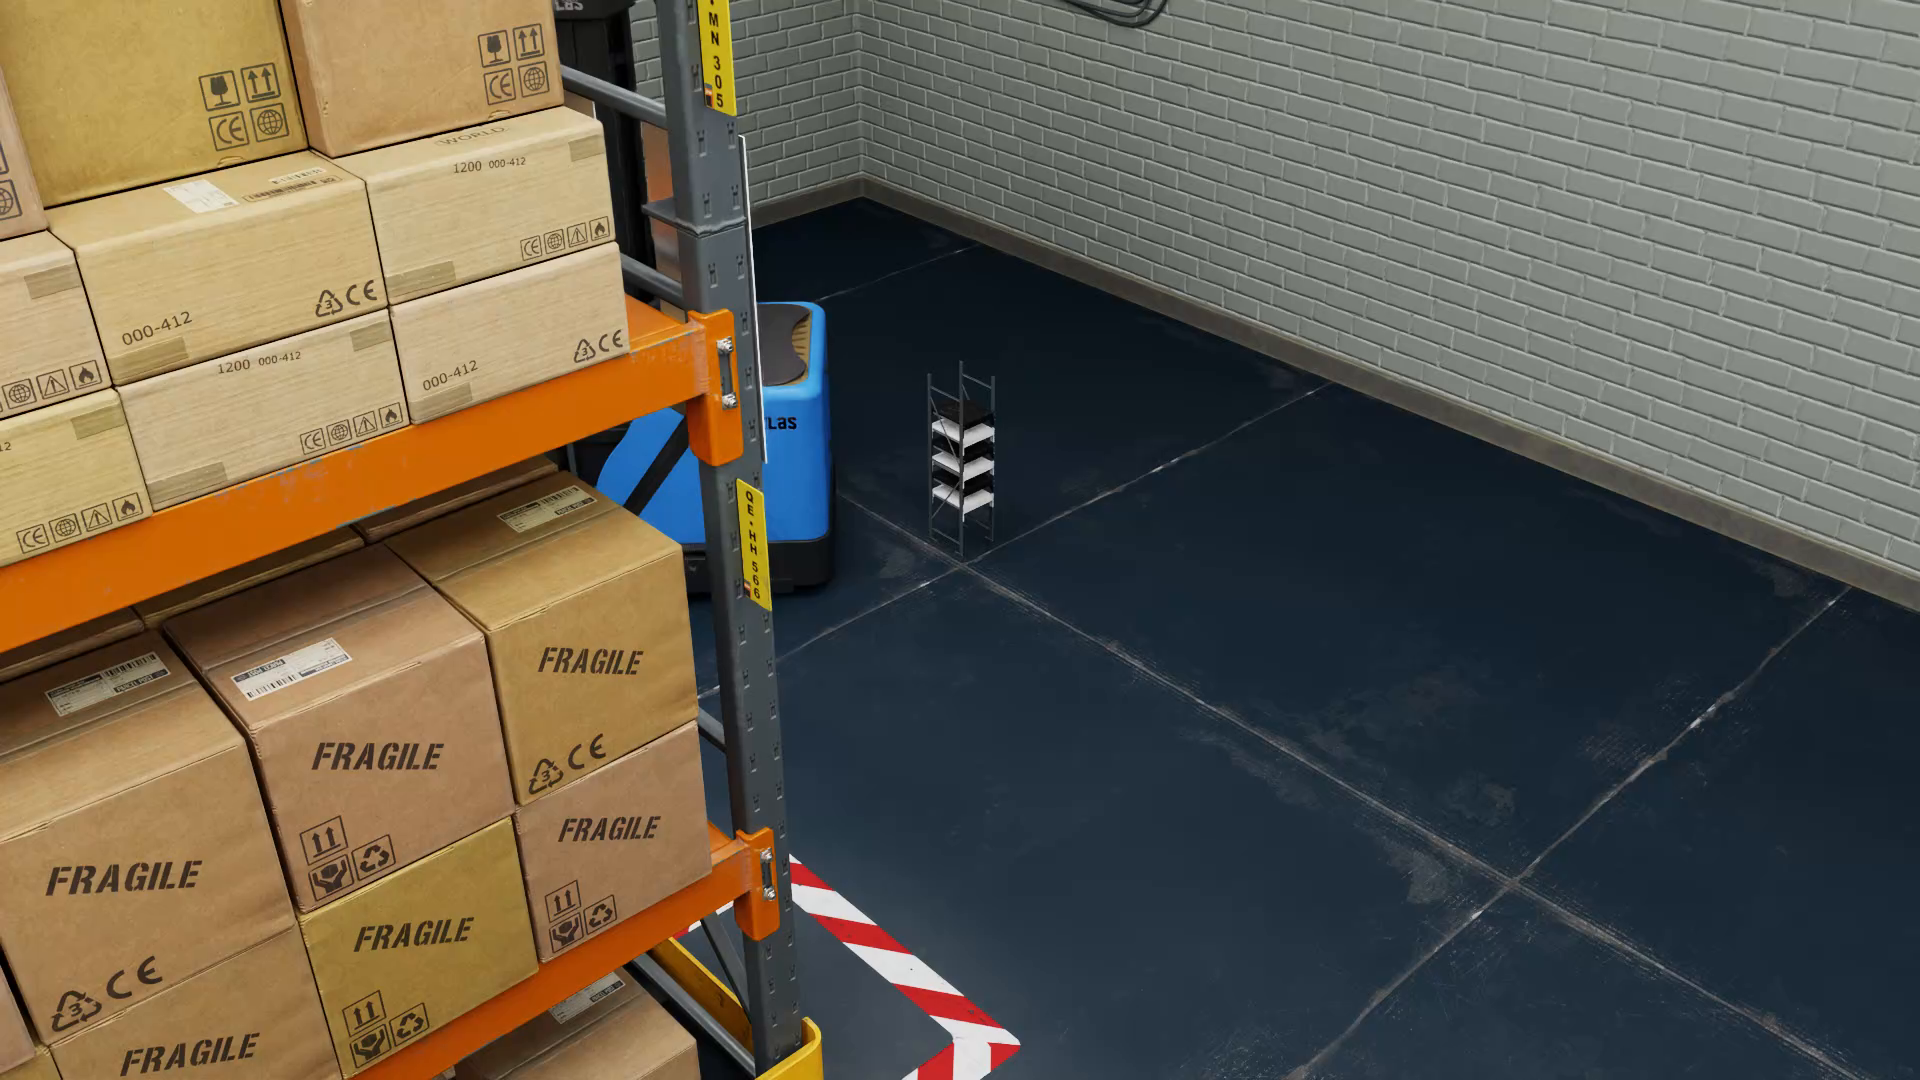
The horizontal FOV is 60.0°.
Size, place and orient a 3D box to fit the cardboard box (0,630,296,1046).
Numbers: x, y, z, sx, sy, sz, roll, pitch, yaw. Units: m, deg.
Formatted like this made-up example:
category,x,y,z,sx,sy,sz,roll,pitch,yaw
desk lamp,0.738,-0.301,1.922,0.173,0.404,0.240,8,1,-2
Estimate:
category,x,y,z,sx,sy,sz,roll,pitch,yaw
cardboard box,-1.736,0.583,3.368,0.500,0.500,0.500,-25,39,-34

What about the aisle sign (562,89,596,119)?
category,x,y,z,sx,sy,sz,roll,pitch,yaw
aisle sign,-1.000,-0.822,4.227,0.004,0.787,0.394,-26,40,-35

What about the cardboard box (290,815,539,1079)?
category,x,y,z,sx,sy,sz,roll,pitch,yaw
cardboard box,-1.371,0.829,3.923,0.500,0.500,0.500,-25,40,-35

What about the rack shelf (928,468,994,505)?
category,x,y,z,sx,sy,sz,roll,pitch,yaw
rack shelf,0.006,-0.282,8.084,0.200,0.077,0.258,-26,40,-35

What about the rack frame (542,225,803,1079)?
category,x,y,z,sx,sy,sz,roll,pitch,yaw
rack frame,-0.850,0.424,4.682,0.127,3.000,1.000,-26,40,-35

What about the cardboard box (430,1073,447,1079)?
category,x,y,z,sx,sy,sz,roll,pitch,yaw
cardboard box,-1.808,1.671,4.857,0.500,0.250,0.500,-26,40,-35

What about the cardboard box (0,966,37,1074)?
category,x,y,z,sx,sy,sz,roll,pitch,yaw
cardboard box,-2.113,0.765,3.070,0.500,0.500,0.500,-24,39,-34

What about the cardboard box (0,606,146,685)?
category,x,y,z,sx,sy,sz,roll,pitch,yaw
cardboard box,-2.103,0.375,3.707,0.500,0.500,0.500,-25,39,-35

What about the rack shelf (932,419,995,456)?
category,x,y,z,sx,sy,sz,roll,pitch,yaw
rack shelf,0.006,-0.512,7.943,0.200,0.077,0.258,-26,40,-35

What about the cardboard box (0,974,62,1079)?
category,x,y,z,sx,sy,sz,roll,pitch,yaw
cardboard box,-2.111,1.183,3.344,0.500,0.500,0.500,-26,40,-36

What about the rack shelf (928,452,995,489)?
category,x,y,z,sx,sy,sz,roll,pitch,yaw
rack shelf,0.006,-0.358,8.037,0.200,0.077,0.258,-26,40,-35

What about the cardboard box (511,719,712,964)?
category,x,y,z,sx,sy,sz,roll,pitch,yaw
cardboard box,-0.993,0.644,4.226,0.500,0.500,0.500,-24,39,-34

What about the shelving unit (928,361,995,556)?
category,x,y,z,sx,sy,sz,roll,pitch,yaw
shelving unit,0.006,-0.387,8.020,0.210,0.900,0.258,-26,40,-35

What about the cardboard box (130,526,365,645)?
category,x,y,z,sx,sy,sz,roll,pitch,yaw
cardboard box,-1.733,0.199,3.995,0.500,0.500,0.500,-25,40,-35

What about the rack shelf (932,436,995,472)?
category,x,y,z,sx,sy,sz,roll,pitch,yaw
rack shelf,0.006,-0.435,7.990,0.200,0.077,0.258,-26,40,-35

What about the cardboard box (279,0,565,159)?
category,x,y,z,sx,sy,sz,roll,pitch,yaw
cardboard box,-1.216,-1.137,3.304,0.500,0.500,0.700,-26,40,-35

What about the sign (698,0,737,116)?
category,x,y,z,sx,sy,sz,roll,pitch,yaw
sign,-0.487,-1.014,3.310,0.005,0.325,0.100,-26,40,-35

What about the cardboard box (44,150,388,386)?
category,x,y,z,sx,sy,sz,roll,pitch,yaw
cardboard box,-1.420,-0.548,3.060,0.500,0.250,0.500,-26,40,-35

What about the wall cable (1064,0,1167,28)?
category,x,y,z,sx,sy,sz,roll,pitch,yaw
wall cable,0.169,-4.574,10.081,0.112,2.526,3.097,-26,40,-35

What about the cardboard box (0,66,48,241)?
category,x,y,z,sx,sy,sz,roll,pitch,yaw
cardboard box,-1.934,-0.774,2.710,0.500,0.500,0.700,-26,40,-35

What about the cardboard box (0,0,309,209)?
category,x,y,z,sx,sy,sz,roll,pitch,yaw
cardboard box,-1.640,-0.992,3.067,0.500,0.500,0.700,-26,40,-35

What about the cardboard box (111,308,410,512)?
category,x,y,z,sx,sy,sz,roll,pitch,yaw
cardboard box,-1.422,-0.336,3.192,0.500,0.250,0.500,-26,40,-35

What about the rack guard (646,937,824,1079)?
category,x,y,z,sx,sy,sz,roll,pitch,yaw
rack guard,-0.906,1.517,5.290,0.348,0.500,1.175,-26,40,-35

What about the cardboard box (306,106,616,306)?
category,x,y,z,sx,sy,sz,roll,pitch,yaw
cardboard box,-1.053,-0.726,3.351,0.500,0.250,0.500,-26,40,-35

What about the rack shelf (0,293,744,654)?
category,x,y,z,sx,sy,sz,roll,pitch,yaw
rack shelf,-2.317,0.160,2.927,4.000,0.370,1.077,-26,40,-35

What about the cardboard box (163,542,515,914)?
category,x,y,z,sx,sy,sz,roll,pitch,yaw
cardboard box,-1.359,0.397,3.671,0.500,0.500,0.500,-25,39,-34

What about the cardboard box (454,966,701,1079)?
category,x,y,z,sx,sy,sz,roll,pitch,yaw
cardboard box,-1.081,1.589,4.750,0.500,0.500,0.500,-26,40,-35

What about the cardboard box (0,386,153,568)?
category,x,y,z,sx,sy,sz,roll,pitch,yaw
cardboard box,-1.779,-0.154,2.894,0.500,0.250,0.500,-26,40,-35

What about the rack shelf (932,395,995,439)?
category,x,y,z,sx,sy,sz,roll,pitch,yaw
rack shelf,0.006,-0.589,7.896,0.200,0.077,0.258,-26,40,-35

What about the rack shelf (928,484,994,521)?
category,x,y,z,sx,sy,sz,roll,pitch,yaw
rack shelf,0.006,-0.205,8.131,0.200,0.077,0.258,-26,40,-35

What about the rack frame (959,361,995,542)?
category,x,y,z,sx,sy,sz,roll,pitch,yaw
rack frame,0.081,-0.423,8.079,0.006,0.900,0.240,-26,40,-35

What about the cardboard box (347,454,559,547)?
category,x,y,z,sx,sy,sz,roll,pitch,yaw
cardboard box,-1.355,0.011,4.303,0.500,0.500,0.500,-24,39,-34

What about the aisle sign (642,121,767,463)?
category,x,y,z,sx,sy,sz,roll,pitch,yaw
aisle sign,-0.592,-0.593,3.852,0.004,0.787,0.394,-26,40,-35

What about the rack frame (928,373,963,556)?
category,x,y,z,sx,sy,sz,roll,pitch,yaw
rack frame,-0.069,-0.351,7.961,0.006,0.900,0.240,-26,40,-35

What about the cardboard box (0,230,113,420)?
category,x,y,z,sx,sy,sz,roll,pitch,yaw
cardboard box,-1.789,-0.372,2.773,0.500,0.250,0.500,-26,40,-35

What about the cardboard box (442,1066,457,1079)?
category,x,y,z,sx,sy,sz,roll,pitch,yaw
cardboard box,-1.574,1.550,5.133,0.250,0.166,0.380,-26,40,-35

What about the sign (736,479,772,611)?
category,x,y,z,sx,sy,sz,roll,pitch,yaw
sign,-0.487,0.014,3.939,0.005,0.325,0.100,-26,40,-35

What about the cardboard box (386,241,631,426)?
category,x,y,z,sx,sy,sz,roll,pitch,yaw
cardboard box,-1.047,-0.509,3.476,0.500,0.250,0.500,-26,40,-35

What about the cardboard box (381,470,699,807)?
category,x,y,z,sx,sy,sz,roll,pitch,yaw
cardboard box,-0.989,0.217,3.965,0.500,0.500,0.500,-26,40,-36

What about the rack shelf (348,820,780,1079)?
category,x,y,z,sx,sy,sz,roll,pitch,yaw
rack shelf,-2.317,1.440,3.709,4.000,0.370,1.077,-26,40,-35

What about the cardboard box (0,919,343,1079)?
category,x,y,z,sx,sy,sz,roll,pitch,yaw
cardboard box,-1.741,1.004,3.637,0.500,0.500,0.500,-25,40,-35

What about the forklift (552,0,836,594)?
category,x,y,z,sx,sy,sz,roll,pitch,yaw
forklift,-2.133,-1.214,7.425,3.031,2.935,1.130,-2,31,-2

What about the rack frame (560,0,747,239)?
category,x,y,z,sx,sy,sz,roll,pitch,yaw
rack frame,-0.850,-2.136,3.117,0.127,3.000,1.000,-26,40,-35
